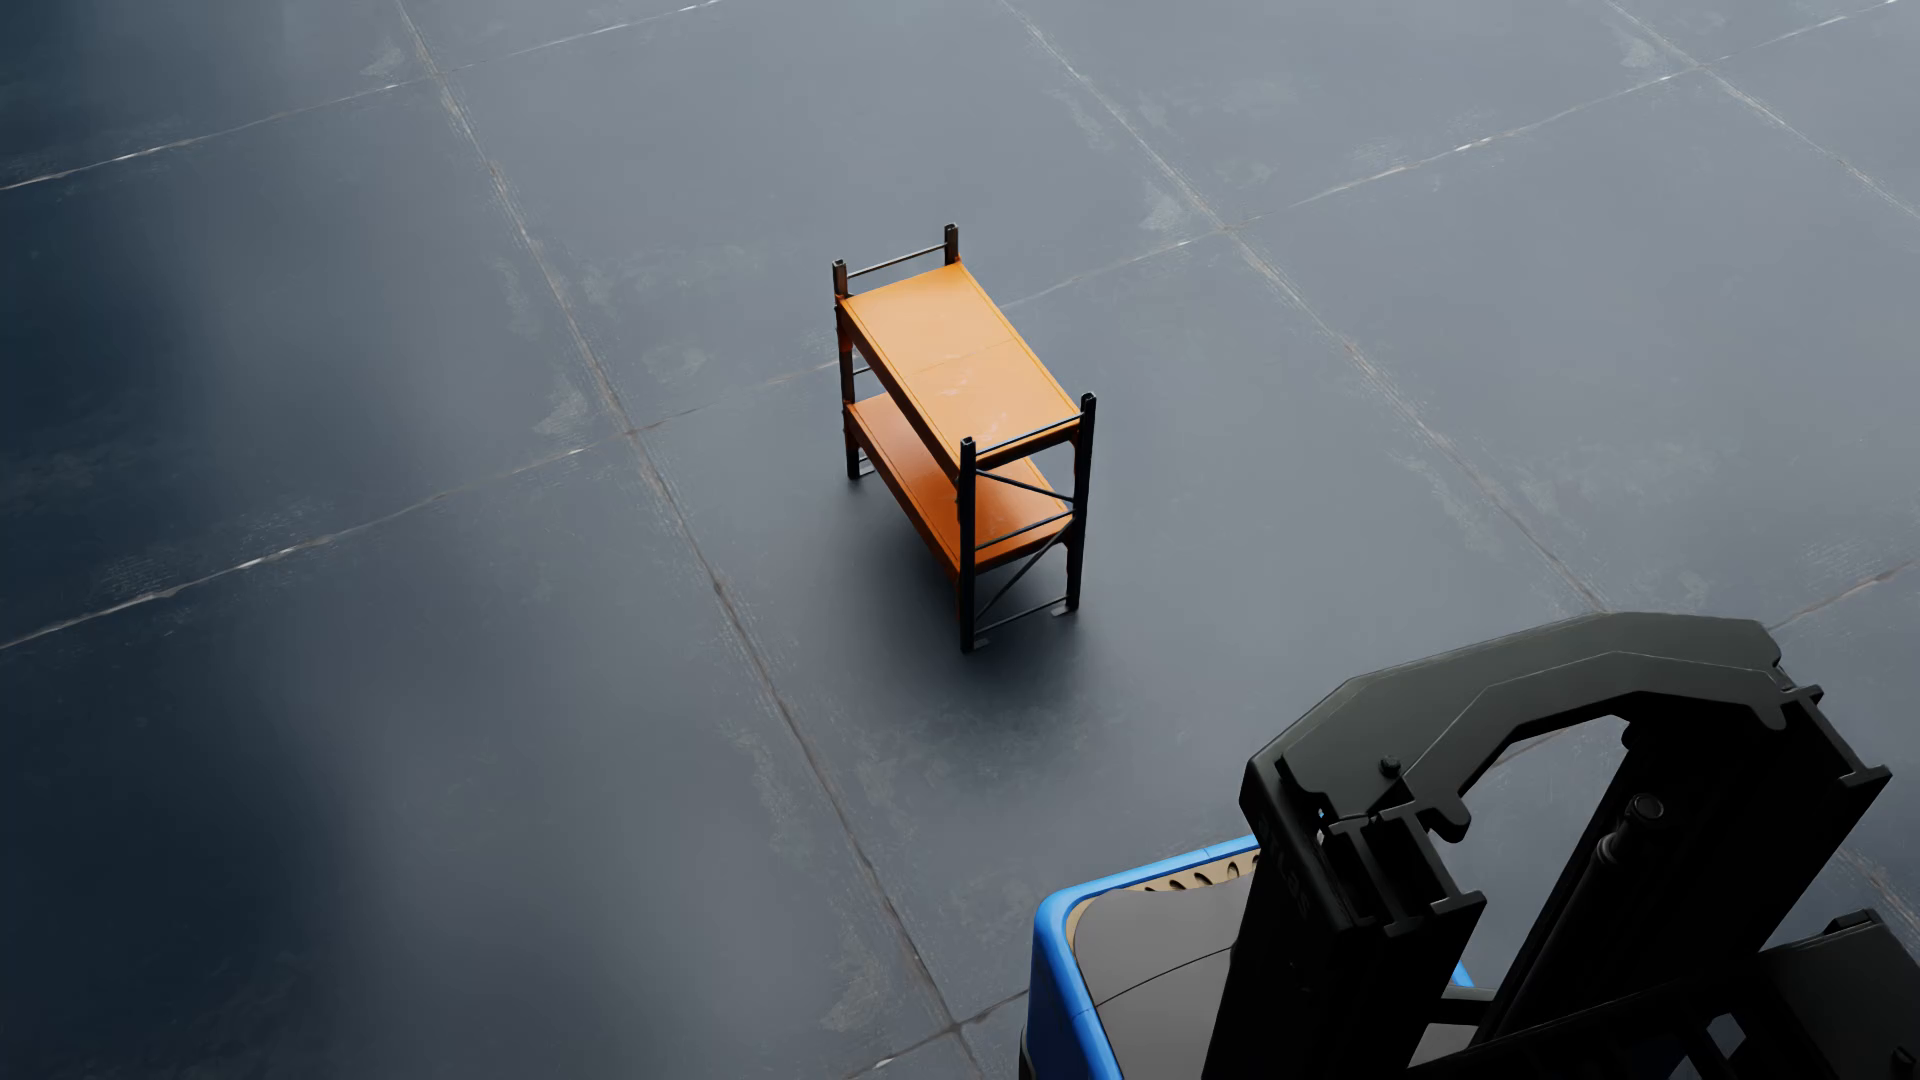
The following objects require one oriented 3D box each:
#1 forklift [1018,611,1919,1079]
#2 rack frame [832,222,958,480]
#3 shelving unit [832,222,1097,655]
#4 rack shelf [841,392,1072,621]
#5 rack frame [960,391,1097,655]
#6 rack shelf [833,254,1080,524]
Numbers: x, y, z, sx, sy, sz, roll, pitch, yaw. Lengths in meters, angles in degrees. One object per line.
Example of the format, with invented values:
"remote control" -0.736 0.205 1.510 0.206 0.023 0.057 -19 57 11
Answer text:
"forklift" 1.117 1.635 3.265 1.130 2.935 3.031 -14 50 -12
"rack frame" -0.236 -0.715 6.521 0.500 1.125 0.032 -21 52 -18
"shelving unit" -0.003 -0.375 6.223 0.538 1.125 1.048 -21 52 -18
"rack shelf" -0.003 -0.214 6.407 0.538 0.278 1.000 -21 52 -18
"rack frame" 0.230 -0.035 5.926 0.500 1.125 0.032 -21 52 -18
"rack shelf" -0.003 -0.568 6.003 0.538 0.278 1.000 -21 52 -18
